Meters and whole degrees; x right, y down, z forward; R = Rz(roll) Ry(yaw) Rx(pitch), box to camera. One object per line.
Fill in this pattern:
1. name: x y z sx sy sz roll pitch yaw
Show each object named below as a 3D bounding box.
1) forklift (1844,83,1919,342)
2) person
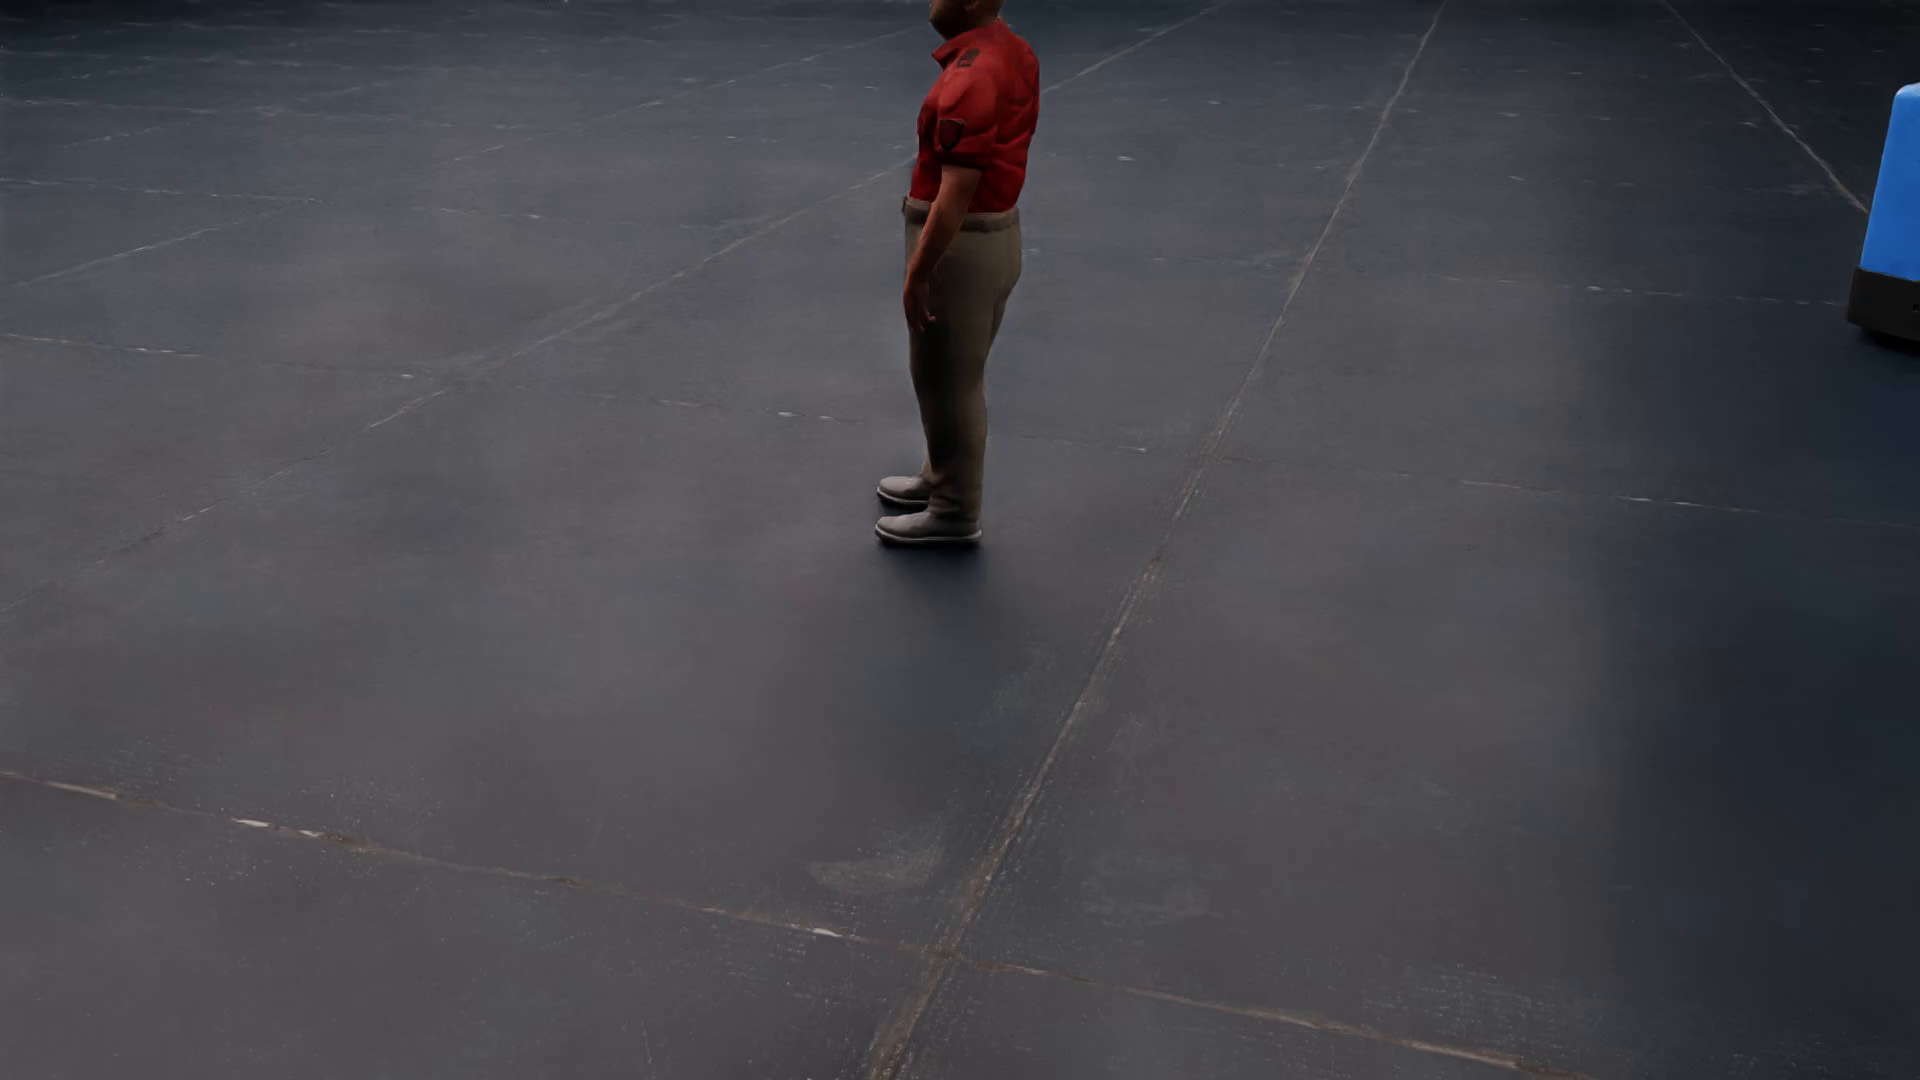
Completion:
1. forklift: 5.419 -2.313 6.883 3.031 2.935 1.130 -10 24 -22
2. person: -0.082 -0.820 4.823 0.550 1.726 0.640 7 23 16
